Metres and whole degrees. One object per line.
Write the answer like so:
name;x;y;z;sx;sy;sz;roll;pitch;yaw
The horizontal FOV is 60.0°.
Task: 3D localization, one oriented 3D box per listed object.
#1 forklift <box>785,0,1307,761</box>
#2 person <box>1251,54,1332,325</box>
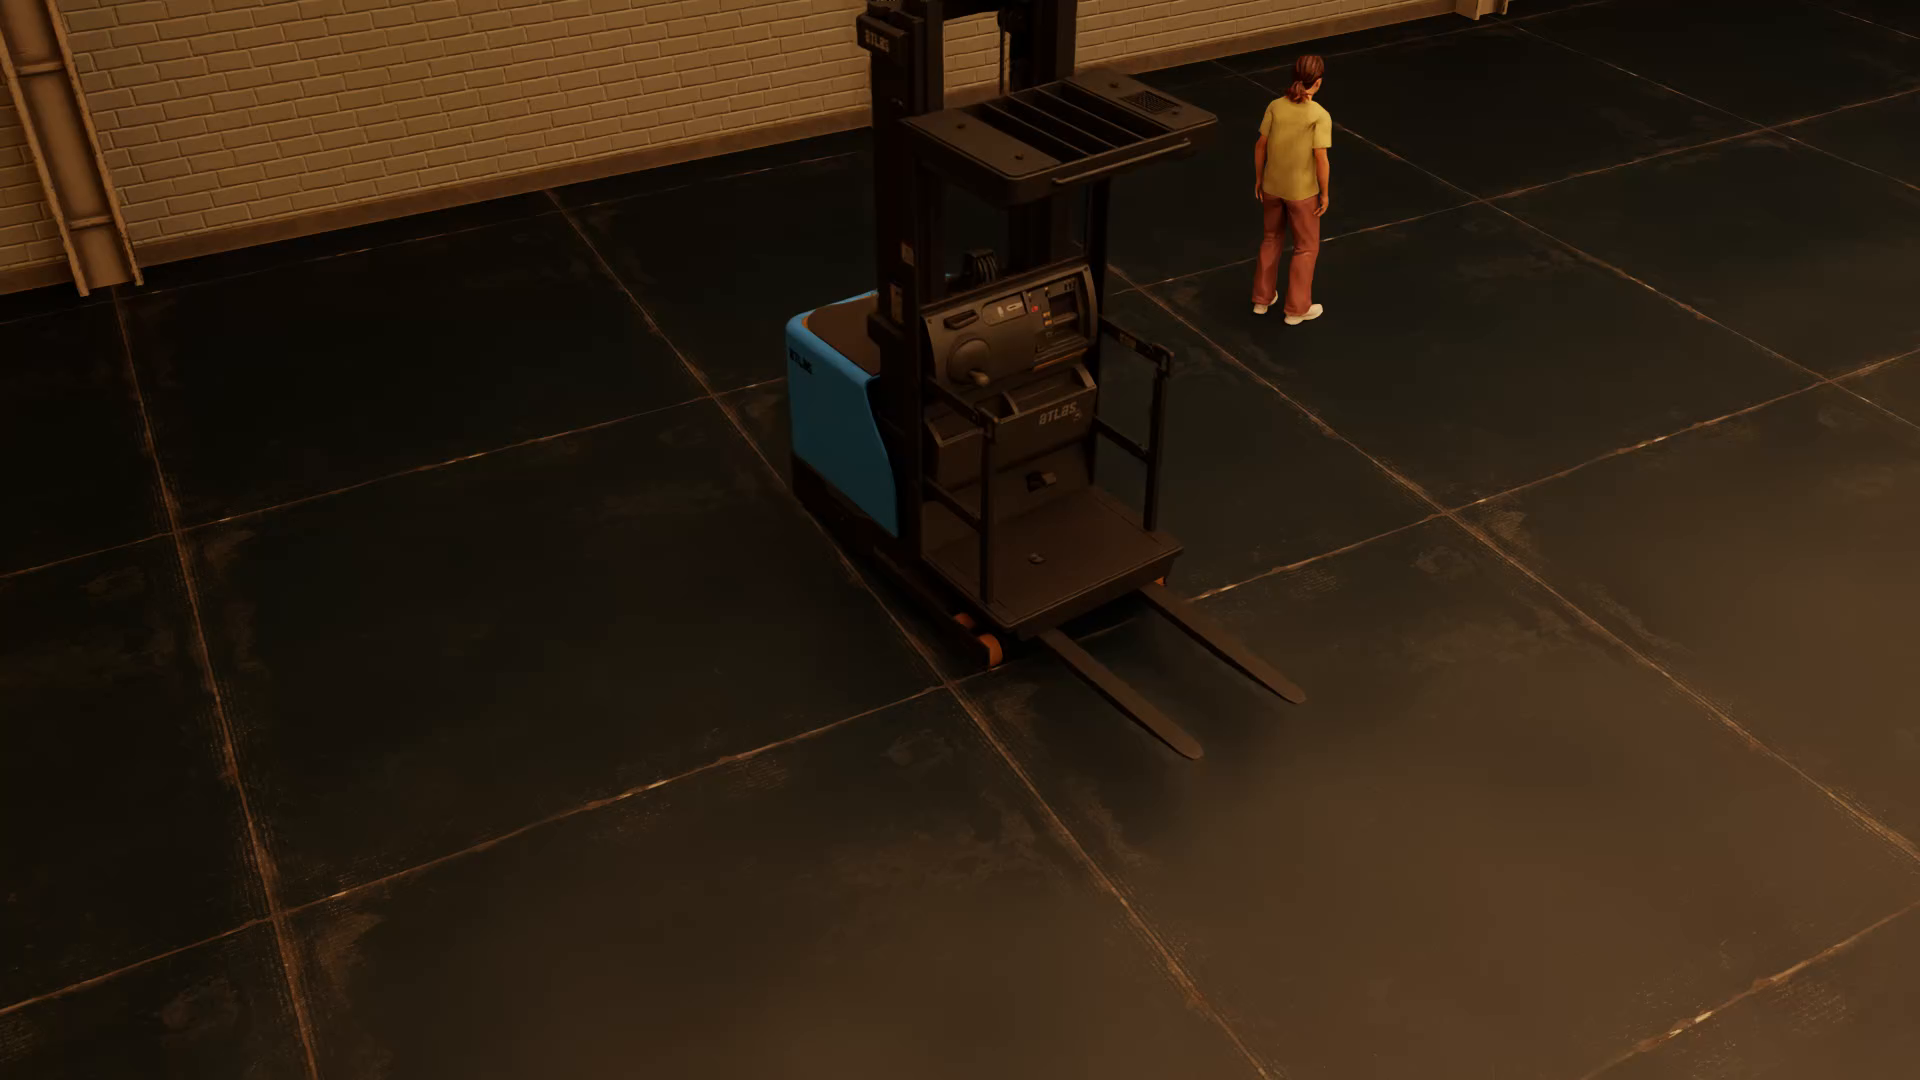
forklift;0.367;-0.913;7.415;1.130;2.935;3.031;-23;41;-29
person;2.053;-2.158;10.269;0.498;1.672;0.363;25;42;30
